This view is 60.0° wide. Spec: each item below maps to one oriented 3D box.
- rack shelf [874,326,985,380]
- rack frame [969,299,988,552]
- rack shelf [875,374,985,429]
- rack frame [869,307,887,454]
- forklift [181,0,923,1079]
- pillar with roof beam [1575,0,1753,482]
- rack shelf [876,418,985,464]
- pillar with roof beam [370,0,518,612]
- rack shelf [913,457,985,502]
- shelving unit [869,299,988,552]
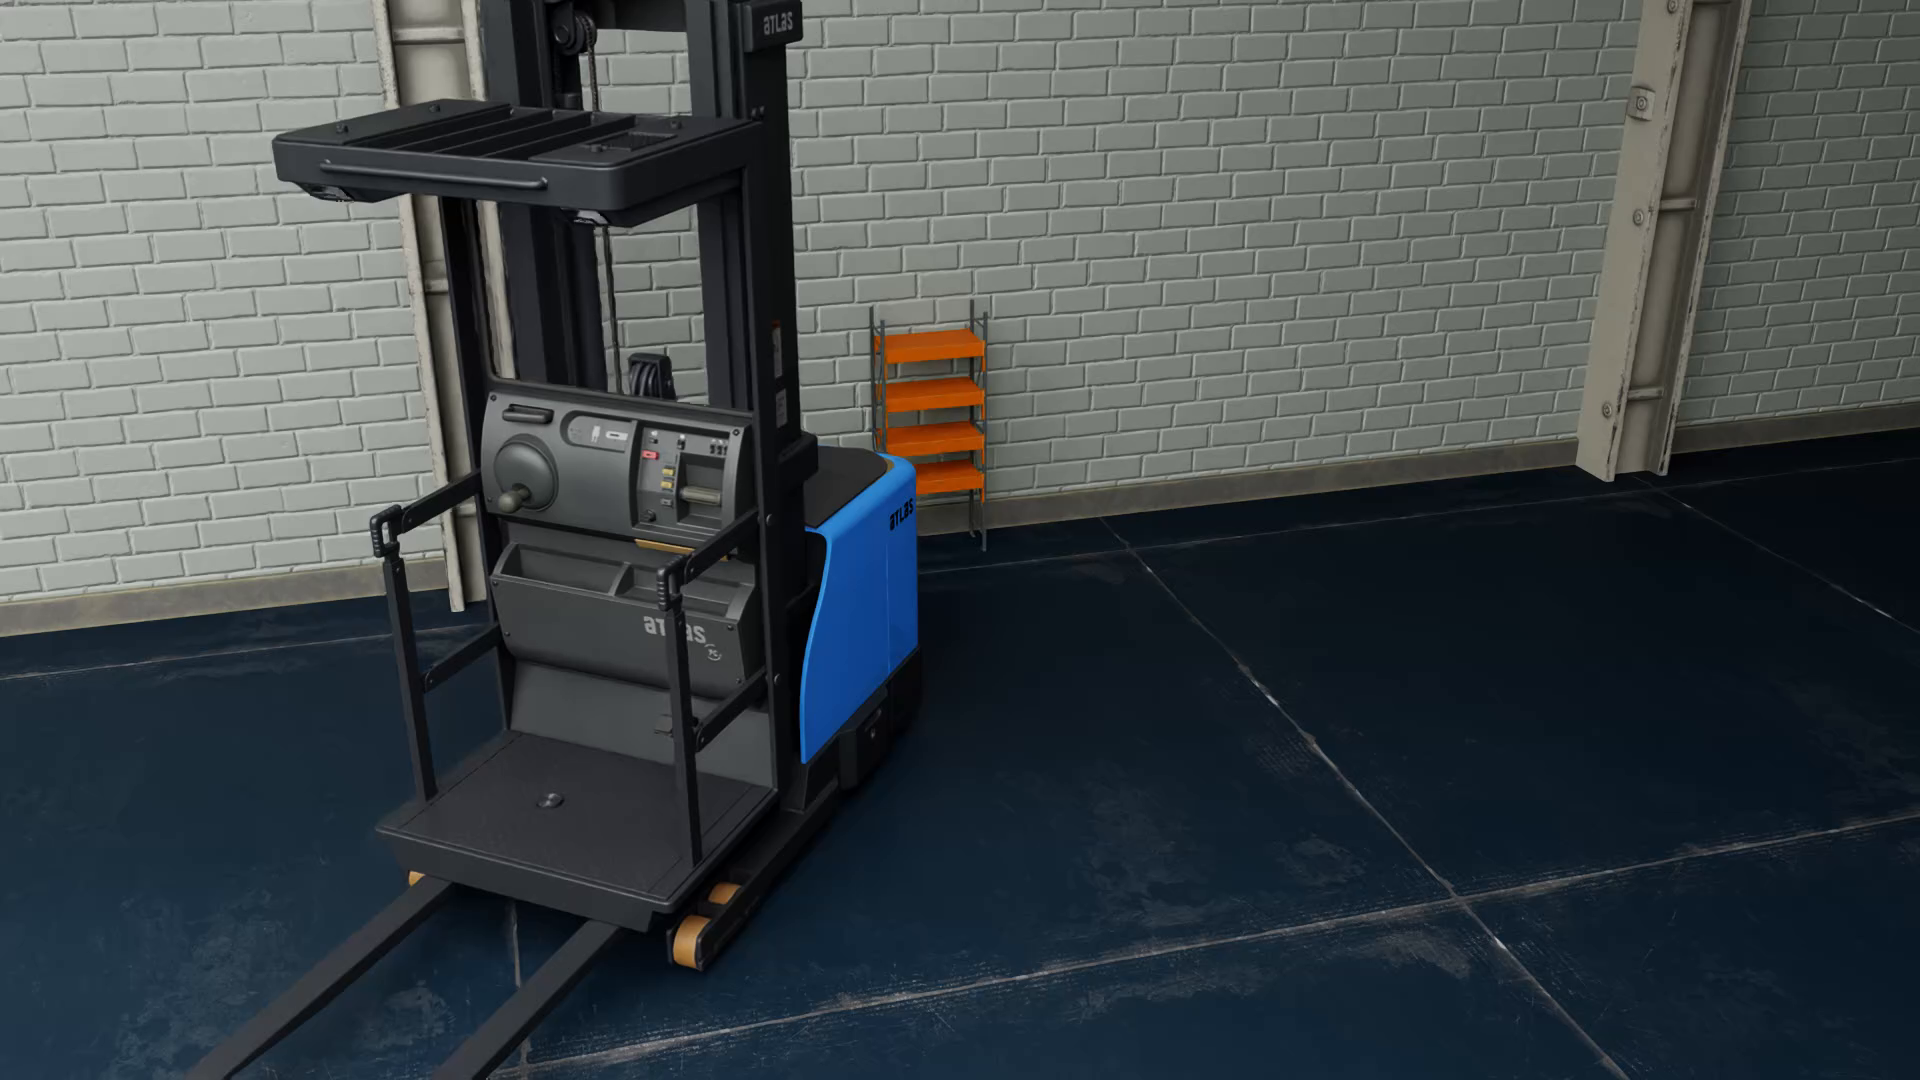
[{"bbox_3d":[-0.147,-0.875,7.771,0.480,0.148,0.258,-7,24,-15],"label":"rack shelf"},{"bbox_3d":[0.087,-0.541,7.988,0.015,1.200,0.240,-7,24,-15],"label":"rack frame"},{"bbox_3d":[-0.147,-0.658,7.864,0.480,0.148,0.258,-7,24,-15],"label":"rack shelf"},{"bbox_3d":[-0.381,-0.487,7.863,0.015,1.200,0.240,-7,24,-15],"label":"rack frame"},{"bbox_3d":[-1.171,-0.205,5.012,1.130,2.935,3.031,9,25,20],"label":"forklift"},{"bbox_3d":[4.799,-2.895,3.584,0.400,9.000,9.100,-6,24,-14],"label":"pillar with roof beam"},{"bbox_3d":[-0.147,-0.452,7.952,0.480,0.148,0.258,-7,24,-15],"label":"rack shelf"},{"bbox_3d":[-0.978,-2.256,2.094,0.400,9.000,9.100,-6,24,-14],"label":"pillar with roof beam"},{"bbox_3d":[-0.147,-0.270,8.030,0.480,0.148,0.258,-7,24,-15],"label":"rack shelf"},{"bbox_3d":[-0.147,-0.514,7.926,0.503,1.200,0.258,-7,24,-15],"label":"shelving unit"}]
